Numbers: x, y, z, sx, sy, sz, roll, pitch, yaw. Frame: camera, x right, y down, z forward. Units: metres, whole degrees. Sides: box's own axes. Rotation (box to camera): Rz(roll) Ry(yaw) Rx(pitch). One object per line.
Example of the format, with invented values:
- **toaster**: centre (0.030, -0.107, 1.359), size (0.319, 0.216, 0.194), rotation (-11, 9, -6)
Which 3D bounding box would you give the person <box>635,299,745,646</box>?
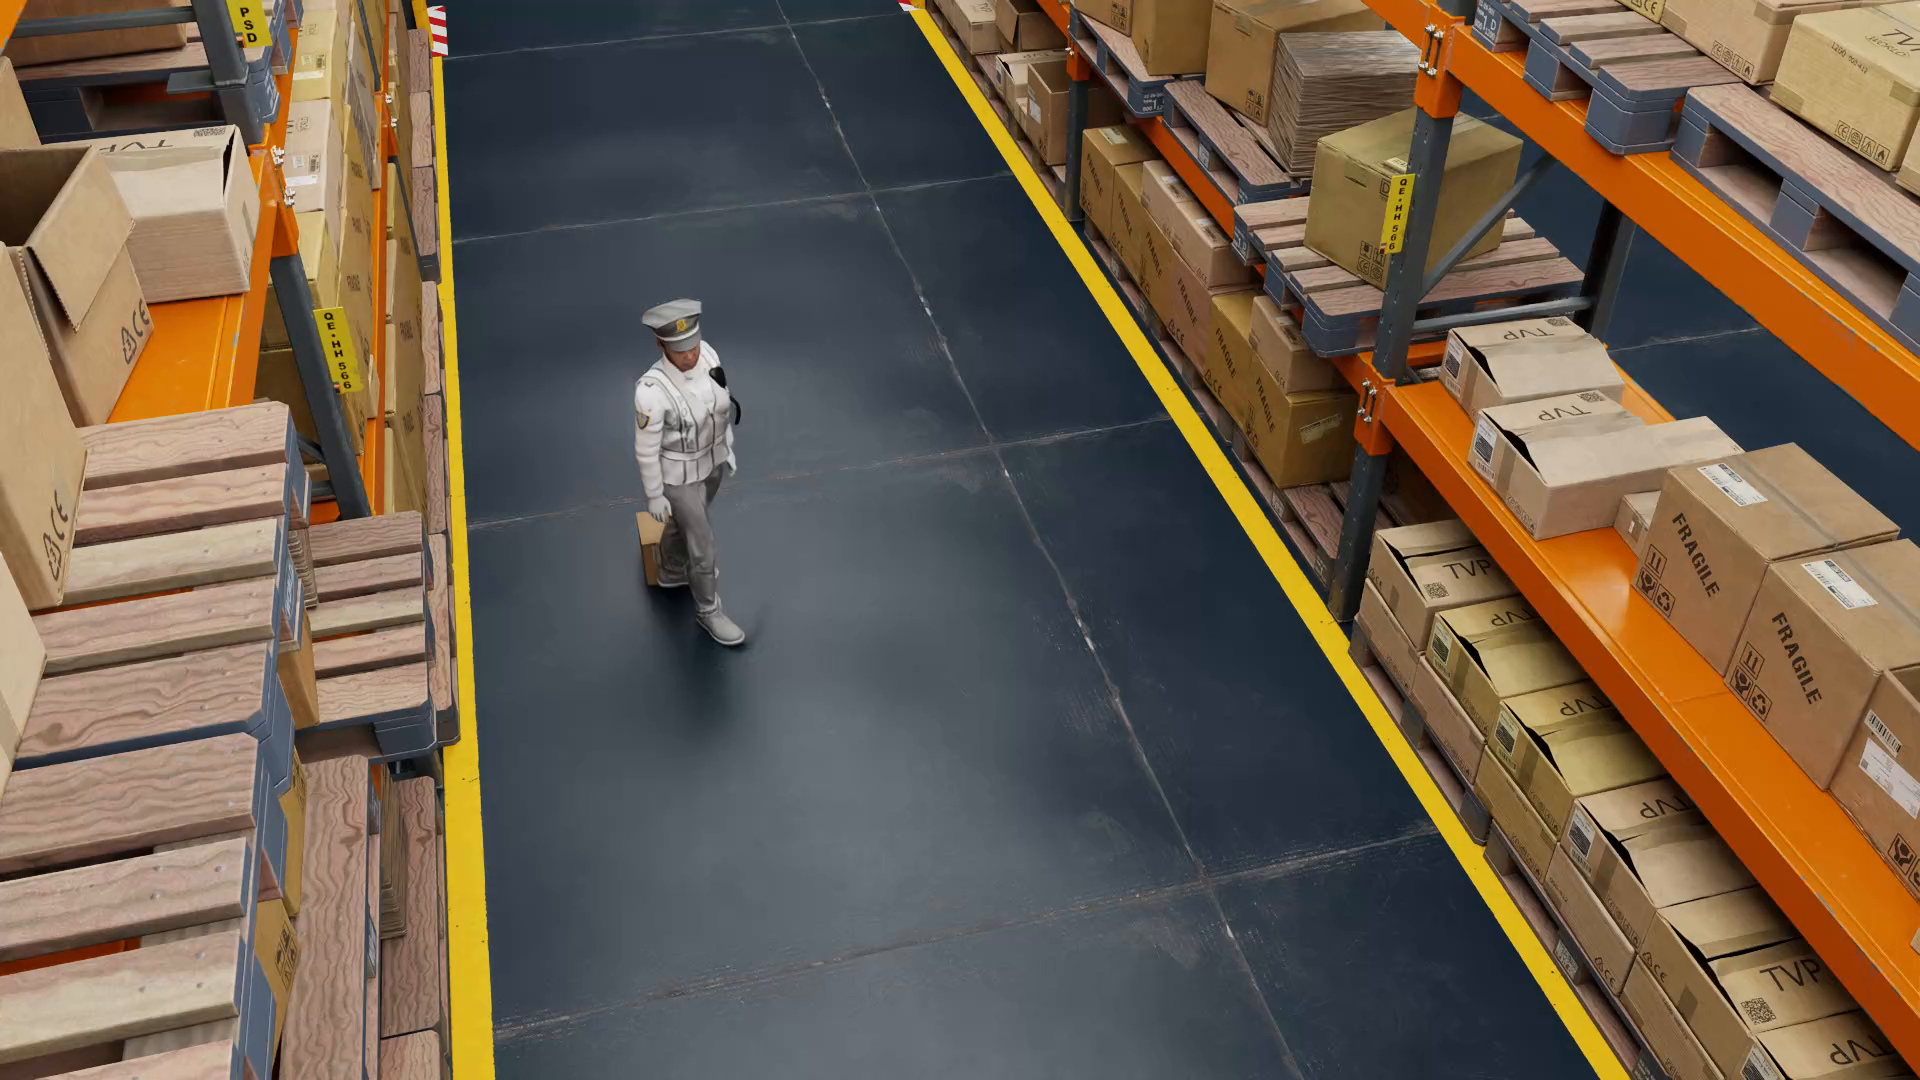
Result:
- **person**: centre (-1.182, -0.316, 7.105), size (0.574, 1.662, 0.507), rotation (19, 42, 22)
